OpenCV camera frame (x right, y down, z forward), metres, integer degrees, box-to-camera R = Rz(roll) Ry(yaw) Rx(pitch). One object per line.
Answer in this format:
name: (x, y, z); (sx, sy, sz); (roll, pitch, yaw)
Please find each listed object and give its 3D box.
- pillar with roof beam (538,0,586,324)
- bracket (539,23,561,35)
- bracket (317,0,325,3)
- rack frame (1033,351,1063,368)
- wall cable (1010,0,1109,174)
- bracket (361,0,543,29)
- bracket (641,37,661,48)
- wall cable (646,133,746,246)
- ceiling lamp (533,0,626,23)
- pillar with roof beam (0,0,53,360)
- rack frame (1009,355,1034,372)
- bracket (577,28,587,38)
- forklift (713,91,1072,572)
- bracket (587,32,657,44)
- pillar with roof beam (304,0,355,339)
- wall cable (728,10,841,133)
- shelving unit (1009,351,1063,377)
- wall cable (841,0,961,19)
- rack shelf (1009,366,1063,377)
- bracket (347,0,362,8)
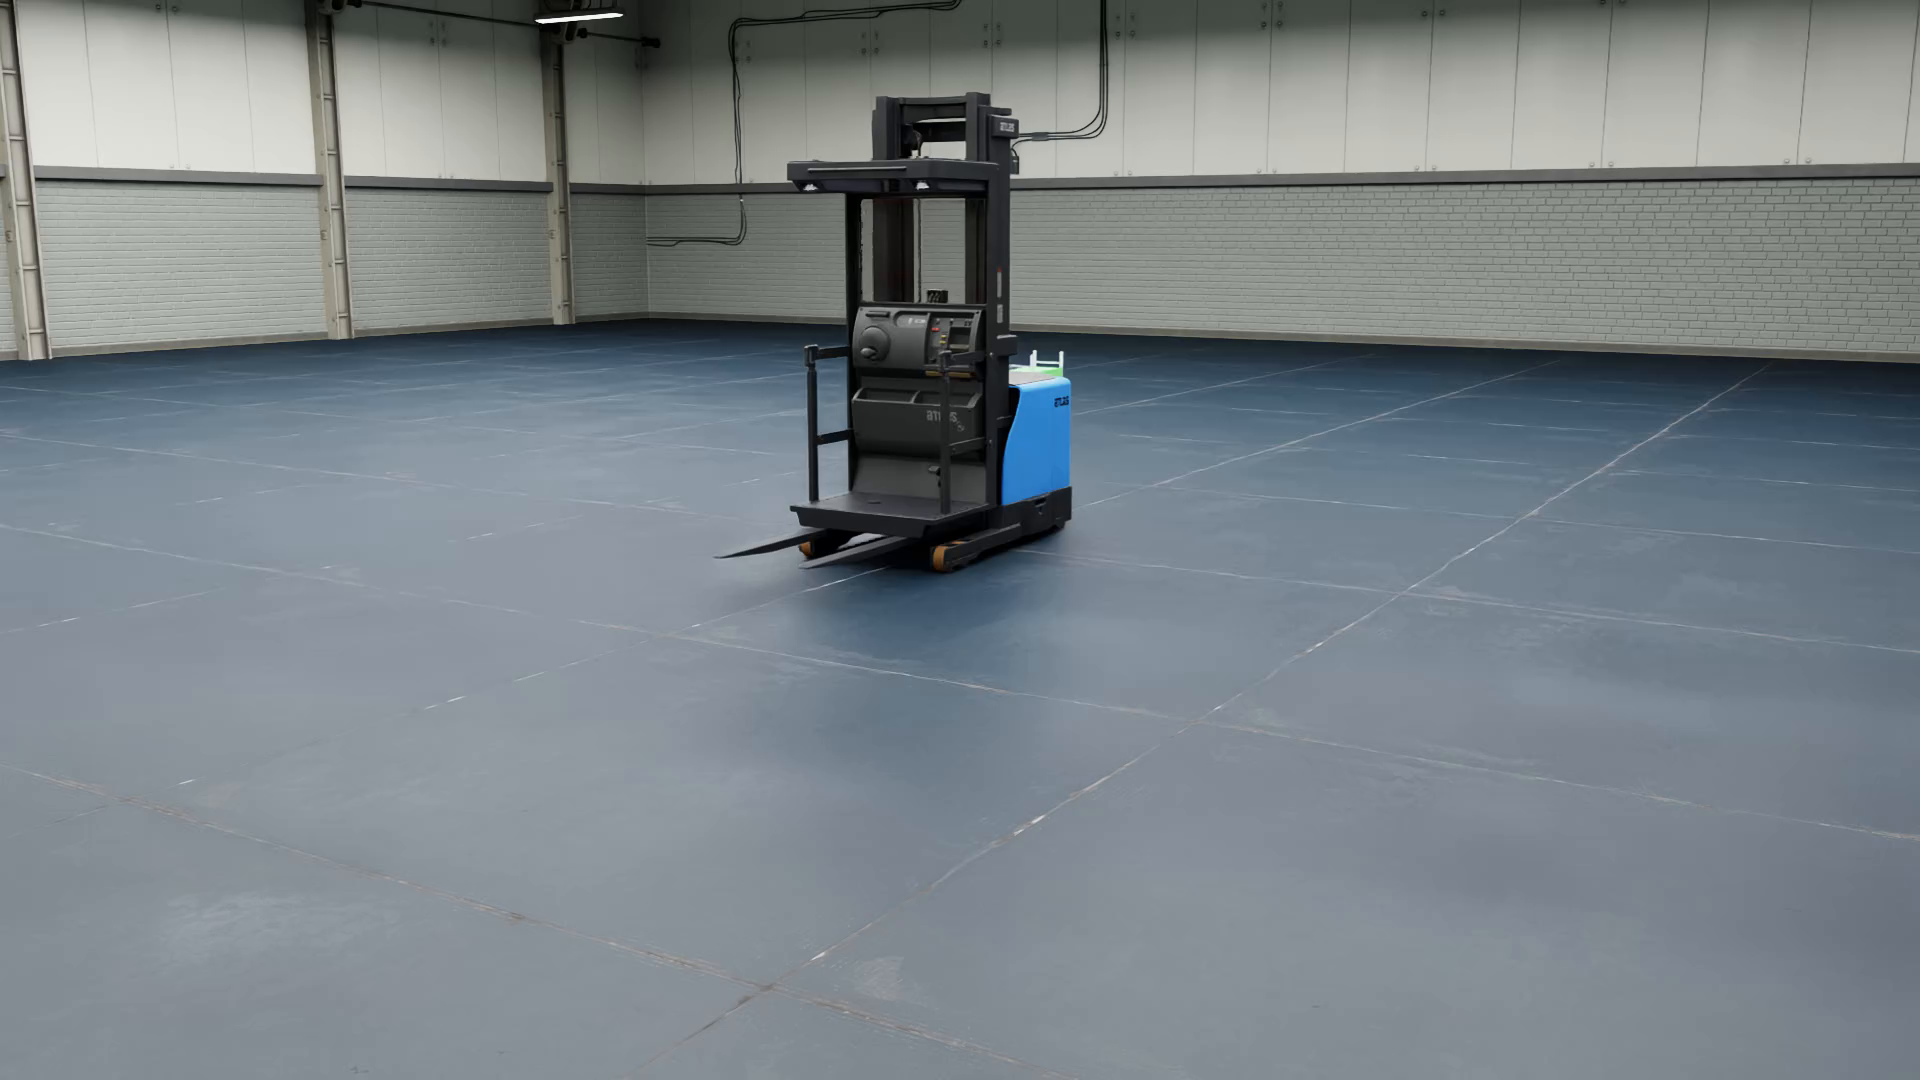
pillar with roof beam: (-5.184, -8.853, 34.201); (9.100, 9.000, 0.548); (6, 12, 31)
bracket: (-8.775, -10.934, 35.536); (0.235, 0.232, 0.430); (6, 12, 31)
bracket: (-11.890, -9.990, 30.496); (0.235, 0.232, 0.430); (6, 12, 31)
rack frame: (0.649, -0.808, 12.425); (0.240, 1.200, 0.015); (6, 11, 29)
wall cable: (1.902, -10.363, 33.027); (2.305, 6.003, 0.169); (6, 12, 31)
bracket: (-10.113, -10.529, 33.372); (0.076, 0.066, 4.783); (6, 12, 31)
bracket: (-7.114, -11.437, 38.225); (0.235, 0.232, 0.430); (6, 12, 31)
wall cable: (-6.203, -8.075, 38.483); (3.097, 2.526, 0.112); (6, 12, 31)
ceiling lamp: (-6.810, -11.072, 30.190); (2.000, 3.185, 0.800); (6, 12, 31)
pillar with roof beam: (-11.414, -6.965, 24.120); (9.100, 9.000, 0.400); (6, 12, 31)
rack frame: (0.412, -0.738, 12.004); (0.240, 1.200, 0.015); (6, 11, 29)
bracket: (-8.344, -11.064, 36.234); (0.235, 0.232, 0.430); (6, 12, 31)
forklift: (-0.386, -1.336, 10.541); (1.130, 2.935, 3.031); (6, 12, 30)
bracket: (-7.420, -11.344, 37.728); (0.076, 0.066, 3.189); (6, 12, 31)
pillar with roof beam: (-8.299, -7.909, 29.160); (9.100, 9.000, 0.548); (6, 12, 31)
wall cable: (-3.891, -10.299, 36.638); (3.097, 2.526, 0.112); (6, 12, 31)
shelving unit: (0.531, -0.773, 12.215); (0.258, 1.200, 0.503); (6, 11, 29)
wall cable: (-1.246, -12.239, 34.640); (3.097, 2.526, 0.112); (6, 12, 31)
rack shelf: (0.534, -1.183, 12.144); (0.258, 0.148, 0.480); (6, 11, 29)
bracket: (-11.459, -10.121, 31.193); (0.235, 0.232, 0.430); (6, 12, 31)
